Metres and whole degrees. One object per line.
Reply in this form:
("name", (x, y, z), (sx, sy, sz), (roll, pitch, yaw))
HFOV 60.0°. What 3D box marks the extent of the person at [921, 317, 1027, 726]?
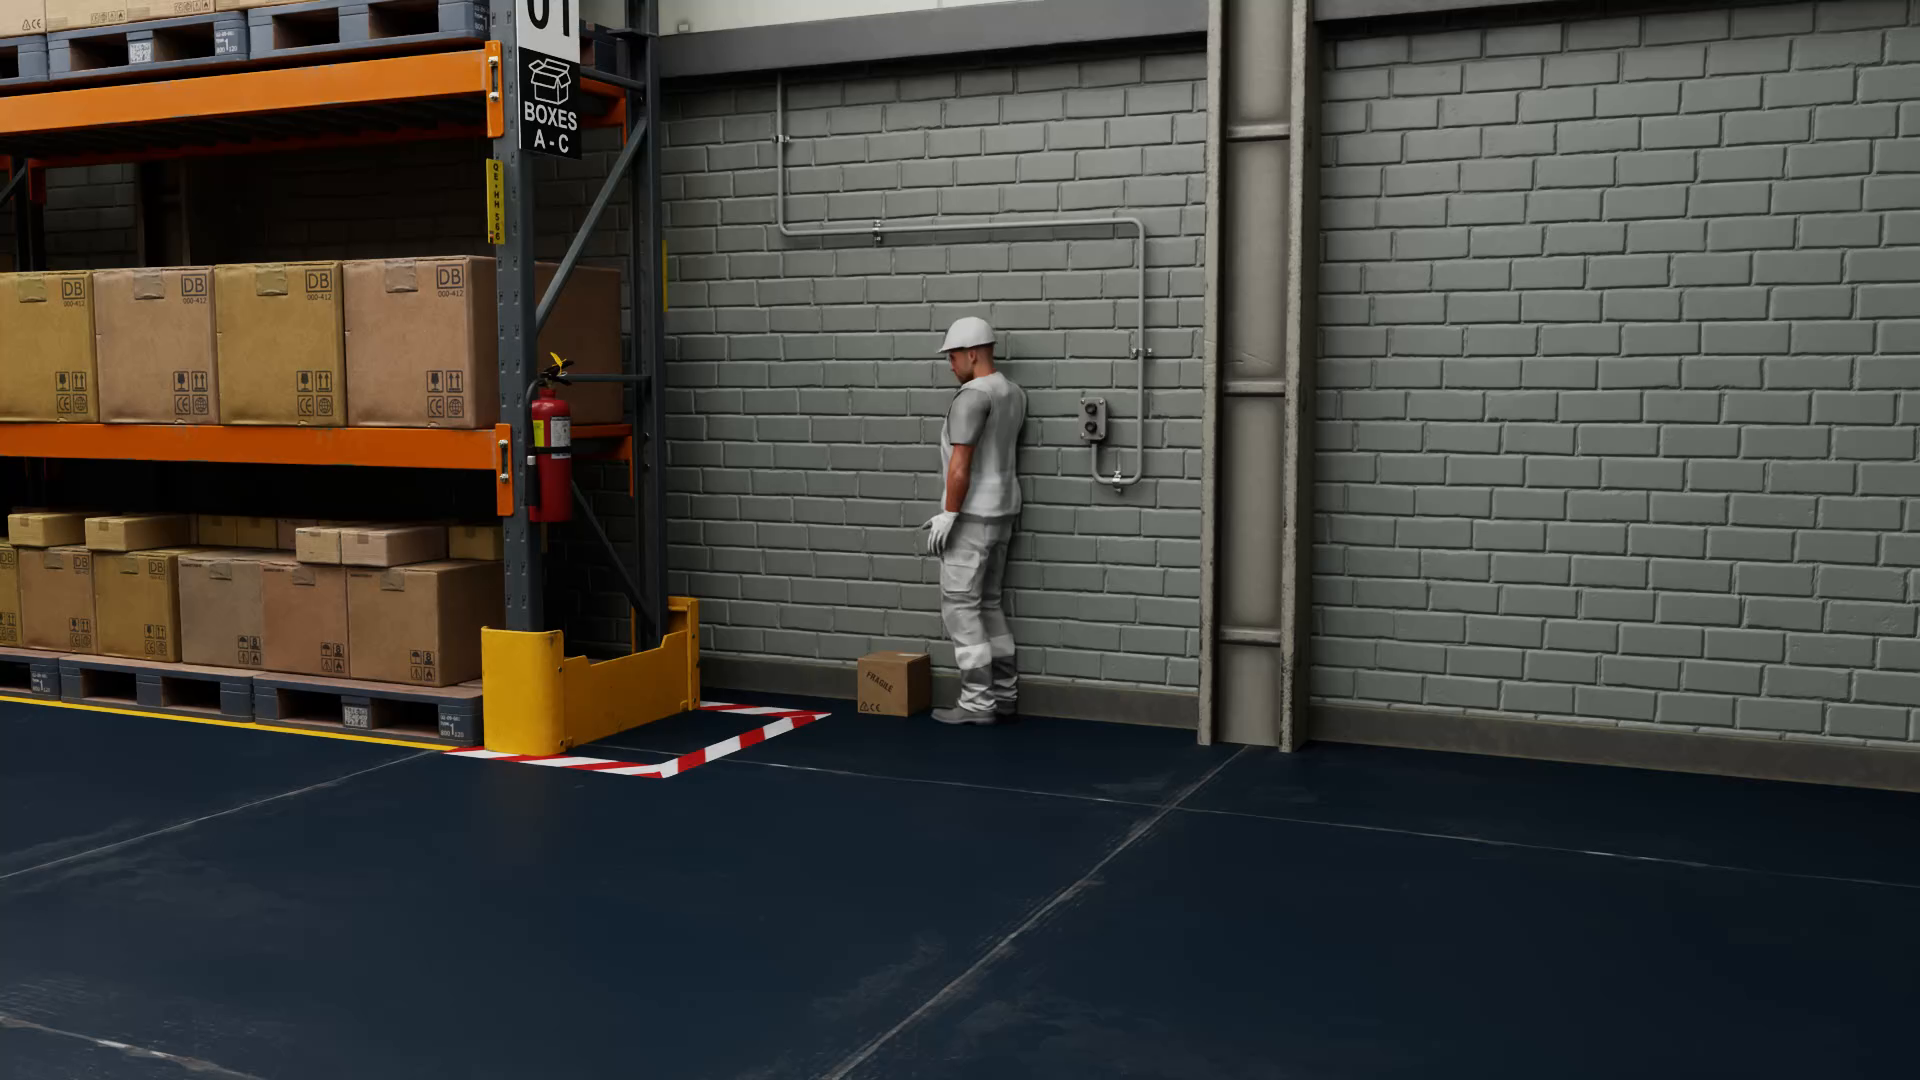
("person", (0.069, -0.085, 7.324), (0.364, 1.779, 0.528), (3, 6, 25))
